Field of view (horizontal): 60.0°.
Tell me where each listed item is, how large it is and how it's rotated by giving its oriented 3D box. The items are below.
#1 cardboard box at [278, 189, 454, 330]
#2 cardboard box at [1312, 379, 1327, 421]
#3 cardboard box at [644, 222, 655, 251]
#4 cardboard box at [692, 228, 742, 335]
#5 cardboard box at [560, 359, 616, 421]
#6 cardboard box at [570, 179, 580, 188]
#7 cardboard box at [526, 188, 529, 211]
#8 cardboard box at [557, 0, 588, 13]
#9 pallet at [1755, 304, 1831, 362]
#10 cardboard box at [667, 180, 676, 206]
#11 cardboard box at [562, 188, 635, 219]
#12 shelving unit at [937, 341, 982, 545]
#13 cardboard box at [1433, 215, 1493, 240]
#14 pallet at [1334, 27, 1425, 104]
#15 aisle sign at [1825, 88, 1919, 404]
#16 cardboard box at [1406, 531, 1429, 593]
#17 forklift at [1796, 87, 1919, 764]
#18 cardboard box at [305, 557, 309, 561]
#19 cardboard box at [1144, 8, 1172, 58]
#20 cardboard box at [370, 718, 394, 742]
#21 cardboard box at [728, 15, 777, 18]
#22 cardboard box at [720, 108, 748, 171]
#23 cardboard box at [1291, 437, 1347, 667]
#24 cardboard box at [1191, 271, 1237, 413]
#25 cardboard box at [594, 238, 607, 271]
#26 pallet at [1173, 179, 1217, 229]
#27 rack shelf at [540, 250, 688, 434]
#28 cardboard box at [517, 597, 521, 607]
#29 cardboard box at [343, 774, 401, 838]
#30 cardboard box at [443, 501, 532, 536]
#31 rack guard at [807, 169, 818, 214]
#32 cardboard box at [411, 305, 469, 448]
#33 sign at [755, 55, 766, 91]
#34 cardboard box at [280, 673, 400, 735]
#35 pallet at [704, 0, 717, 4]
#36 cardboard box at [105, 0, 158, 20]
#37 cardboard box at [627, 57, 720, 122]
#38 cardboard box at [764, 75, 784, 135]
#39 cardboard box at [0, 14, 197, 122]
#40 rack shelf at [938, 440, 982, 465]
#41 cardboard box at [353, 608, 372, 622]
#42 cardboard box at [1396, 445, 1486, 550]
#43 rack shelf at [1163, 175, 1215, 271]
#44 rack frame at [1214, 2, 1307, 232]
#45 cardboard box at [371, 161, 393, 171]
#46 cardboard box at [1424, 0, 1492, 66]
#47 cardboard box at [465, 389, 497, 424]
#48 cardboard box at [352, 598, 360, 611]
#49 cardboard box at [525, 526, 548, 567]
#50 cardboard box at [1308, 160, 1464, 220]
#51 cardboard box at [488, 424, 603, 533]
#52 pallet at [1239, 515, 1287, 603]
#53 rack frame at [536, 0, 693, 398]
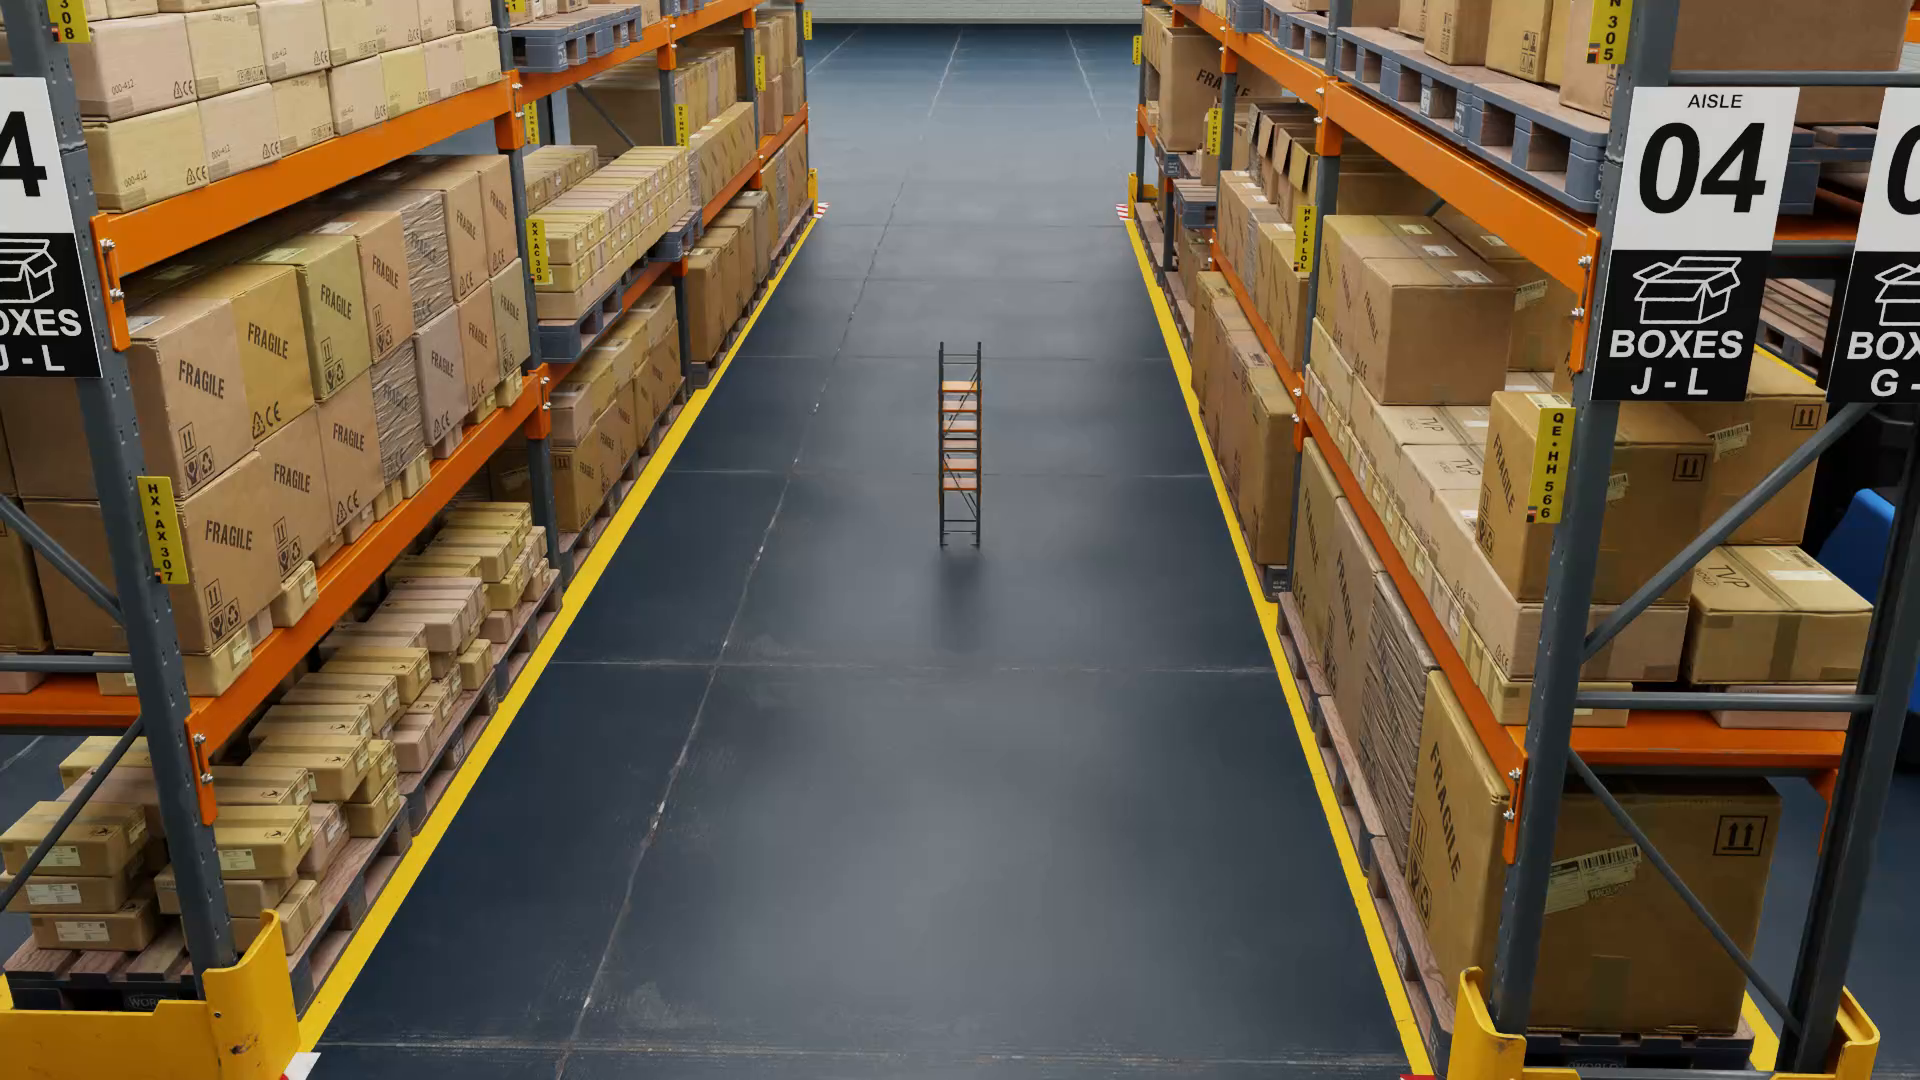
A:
[{"bbox_3d":[-2.486,-1.181,6.995,0.500,0.500,0.500,1,21,3],"label":"cardboard box"},{"bbox_3d":[1.904,-0.668,7.951,0.380,0.149,0.250,0,21,0],"label":"cardboard box"},{"bbox_3d":[-2.180,-1.952,10.681,0.380,0.149,0.250,1,21,3],"label":"cardboard box"},{"bbox_3d":[-2.448,-2.203,14.090,1.050,0.750,0.750,1,21,2],"label":"cardboard box"},{"bbox_3d":[-2.401,-0.911,10.069,0.500,0.250,0.500,1,21,3],"label":"cardboard box"},{"bbox_3d":[-2.806,-2.371,11.348,0.380,0.149,0.250,0,21,0],"label":"cardboard box"},{"bbox_3d":[-2.844,-2.049,10.108,0.380,0.149,0.250,0,21,-1],"label":"cardboard box"},{"bbox_3d":[-2.523,-3.274,9.450,0.797,0.503,0.637,0,21,1],"label":"cardboard box"},{"bbox_3d":[7.428,-1.795,14.363,1.003,0.211,1.213,1,21,2],"label":"pallet"},{"bbox_3d":[-2.152,-2.363,11.327,0.380,0.149,0.250,1,21,3],"label":"cardboard box"},{"bbox_3d":[-2.191,-2.035,10.072,0.380,0.149,0.250,1,21,4],"label":"cardboard box"},{"bbox_3d":[0.000,-0.565,9.825,0.258,1.200,0.189,1,21,2],"label":"shelving unit"},{"bbox_3d":[2.506,-1.233,7.818,0.500,0.500,0.500,1,21,3],"label":"cardboard box"},{"bbox_3d":[2.218,-2.045,7.128,1.003,0.211,1.213,1,21,2],"label":"pallet"},{"bbox_3d":[2.429,-0.720,4.144,0.394,0.787,0.004,1,21,2],"label":"aisle sign"},{"bbox_3d":[1.843,0.078,6.028,0.380,0.149,0.250,0,21,0],"label":"cardboard box"},{"bbox_3d":[4.686,-0.856,8.184,1.130,2.935,3.031,1,21,3],"label":"forklift"},{"bbox_3d":[-2.587,0.091,5.995,0.380,0.149,0.250,2,21,4],"label":"cardboard box"},{"bbox_3d":[2.307,-5.597,18.376,0.500,0.500,0.500,1,21,2],"label":"cardboard box"},{"bbox_3d":[-2.538,0.803,6.761,0.380,0.149,0.250,0,21,-1],"label":"cardboard box"},{"bbox_3d":[-2.464,-5.452,18.233,0.875,0.550,0.550,1,21,2],"label":"cardboard box"},{"bbox_3d":[-2.222,-3.639,15.124,0.500,0.500,0.500,0,21,1],"label":"cardboard box"},{"bbox_3d":[2.153,0.049,8.112,0.875,0.875,0.875,1,21,2],"label":"cardboard box"},{"bbox_3d":[2.333,-1.386,11.810,1.225,0.875,0.875,0,21,-1],"label":"cardboard box"},{"bbox_3d":[-2.216,-1.616,9.403,0.380,0.149,0.250,1,21,3],"label":"cardboard box"},{"bbox_3d":[2.290,-2.599,12.846,1.213,0.211,1.003,1,21,2],"label":"pallet"},{"bbox_3d":[-2.641,-1.462,10.645,1.077,0.370,4.000,1,21,2],"label":"rack shelf"},{"bbox_3d":[-2.464,0.297,8.476,0.380,0.149,0.250,1,21,3],"label":"cardboard box"},{"bbox_3d":[-2.443,1.042,6.556,0.380,0.149,0.250,1,21,2],"label":"cardboard box"},{"bbox_3d":[-2.452,-0.087,8.645,0.380,0.149,0.250,1,21,3],"label":"cardboard box"},{"bbox_3d":[-2.336,-4.257,20.308,1.175,0.500,0.348,1,21,2],"label":"rack guard"},{"bbox_3d":[-2.467,-0.714,7.174,0.500,0.500,0.500,1,21,1],"label":"cardboard box"},{"bbox_3d":[-1.916,-4.467,15.905,0.100,0.325,0.005,1,21,2],"label":"sign"},{"bbox_3d":[-2.501,0.661,6.718,0.380,0.149,0.250,1,21,4],"label":"cardboard box"},{"bbox_3d":[-2.582,-4.469,13.514,1.003,0.211,1.213,2,21,4],"label":"pallet"},{"bbox_3d":[-2.560,-1.582,4.778,0.380,0.149,0.250,1,21,4],"label":"cardboard box"},{"bbox_3d":[-2.497,-3.932,14.494,0.700,0.500,0.500,1,21,2],"label":"cardboard box"},{"bbox_3d":[-2.331,-4.564,17.436,0.875,0.550,0.550,1,21,2],"label":"cardboard box"},{"bbox_3d":[-2.550,-1.349,4.729,0.500,0.250,0.500,1,21,2],"label":"cardboard box"},{"bbox_3d":[0.000,-0.523,9.841,0.258,0.103,0.180,1,21,2],"label":"rack shelf"},{"bbox_3d":[-2.965,0.425,7.735,0.380,0.149,0.250,2,21,4],"label":"cardboard box"},{"bbox_3d":[1.912,-0.151,6.069,0.500,0.250,0.500,0,21,0],"label":"cardboard box"},{"bbox_3d":[2.436,-2.817,14.138,1.077,0.370,4.000,1,21,2],"label":"rack shelf"},{"bbox_3d":[2.375,-2.430,12.144,1.000,3.000,0.127,1,21,2],"label":"rack frame"},{"bbox_3d":[-2.959,-1.565,7.985,0.500,0.500,0.500,1,21,3],"label":"cardboard box"},{"bbox_3d":[2.111,-2.005,6.047,0.700,0.500,0.500,2,21,4],"label":"cardboard box"},{"bbox_3d":[-2.443,-0.661,7.934,0.380,0.149,0.250,1,21,4],"label":"cardboard box"},{"bbox_3d":[-3.020,0.280,7.698,0.380,0.149,0.250,1,21,3],"label":"cardboard box"},{"bbox_3d":[-2.393,0.038,8.735,0.380,0.149,0.250,1,21,3],"label":"cardboard box"},{"bbox_3d":[2.264,-1.729,8.813,0.797,0.503,0.637,0,21,0],"label":"cardboard box"},{"bbox_3d":[-2.414,-0.369,9.709,0.500,0.500,0.500,1,21,4],"label":"cardboard box"},{"bbox_3d":[2.201,0.037,9.642,1.003,0.211,1.213,1,21,2],"label":"pallet"},{"bbox_3d":[-2.580,-2.521,12.379,1.000,3.000,0.127,1,21,2],"label":"rack frame"}]
